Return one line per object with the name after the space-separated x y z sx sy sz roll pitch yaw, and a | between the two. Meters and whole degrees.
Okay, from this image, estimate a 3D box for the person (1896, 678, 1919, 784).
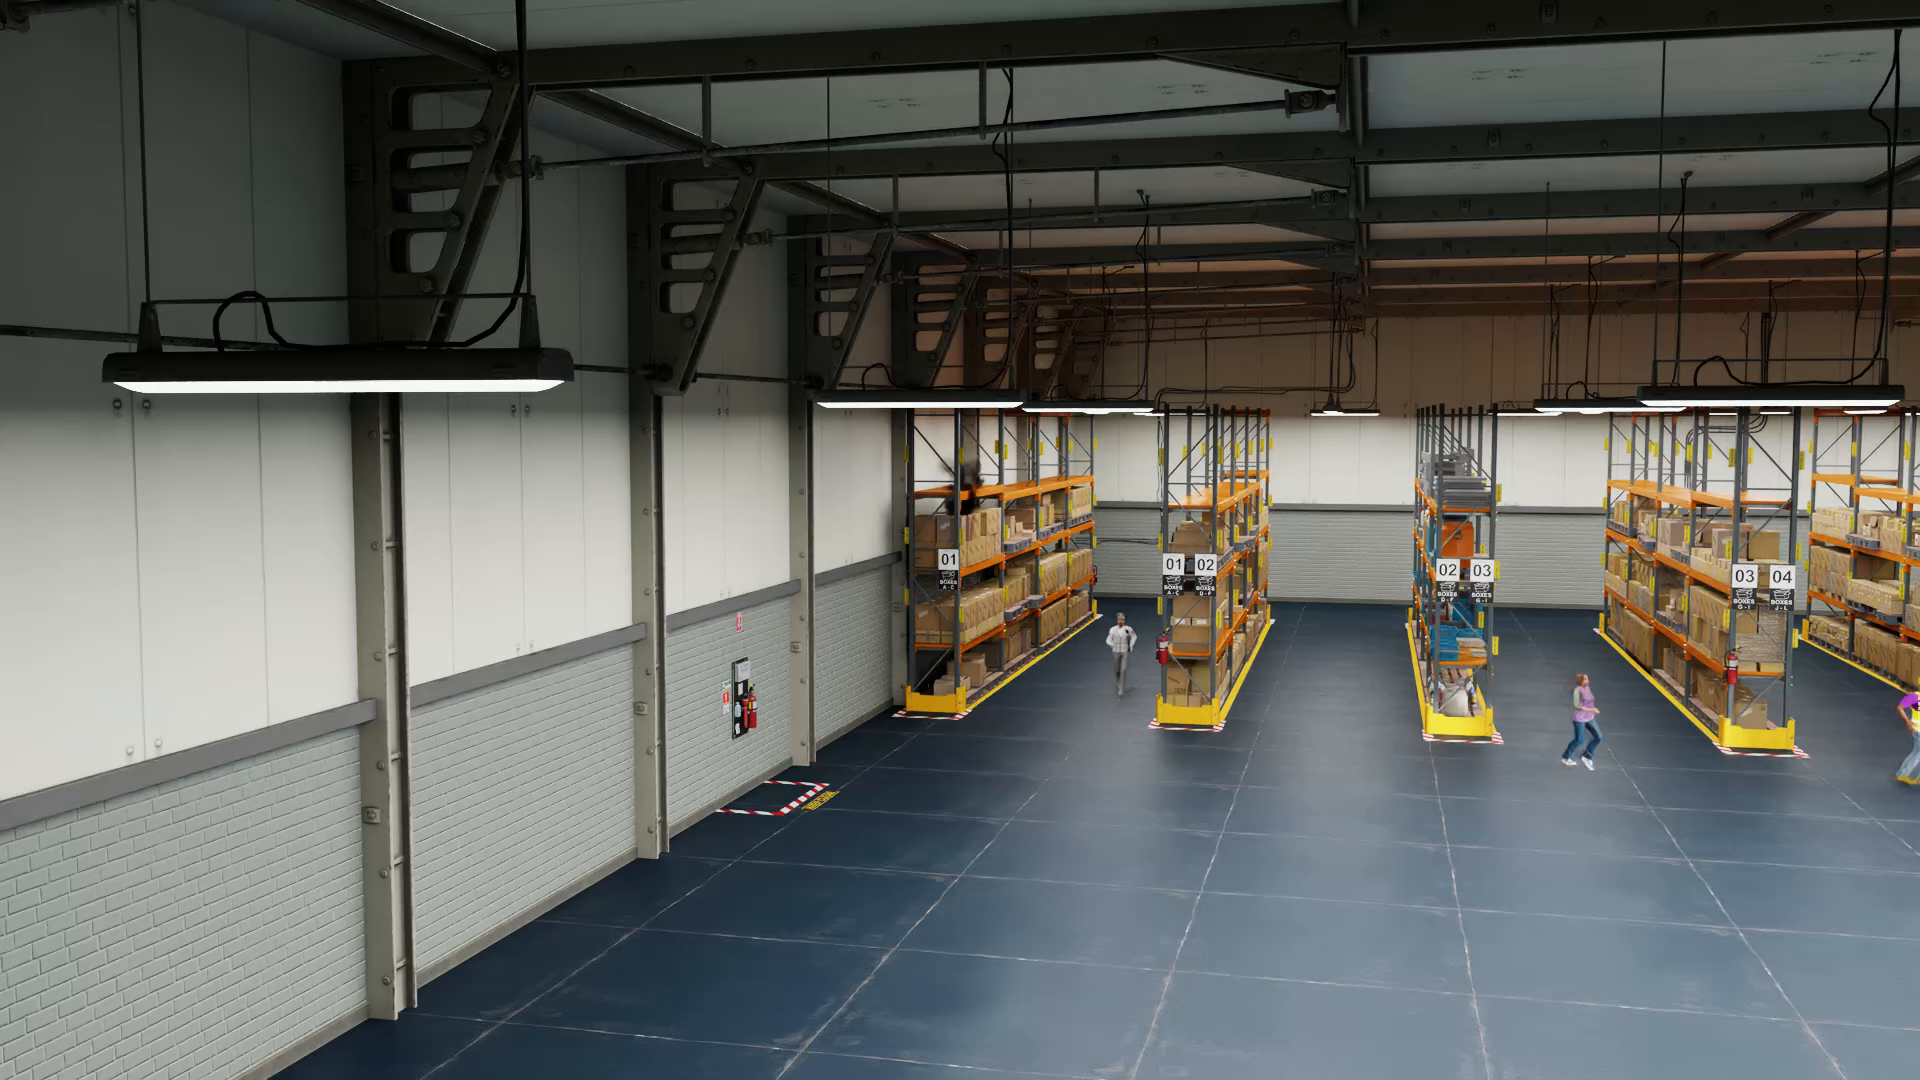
14.924 2.988 25.725 0.661 1.822 0.747 -3 5 -37 | person

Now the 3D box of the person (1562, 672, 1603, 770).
10.191 2.957 27.199 0.543 1.596 0.672 -3 5 -36 | person

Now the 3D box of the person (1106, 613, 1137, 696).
3.357 2.355 34.640 0.616 1.687 0.901 1 4 10 | person
